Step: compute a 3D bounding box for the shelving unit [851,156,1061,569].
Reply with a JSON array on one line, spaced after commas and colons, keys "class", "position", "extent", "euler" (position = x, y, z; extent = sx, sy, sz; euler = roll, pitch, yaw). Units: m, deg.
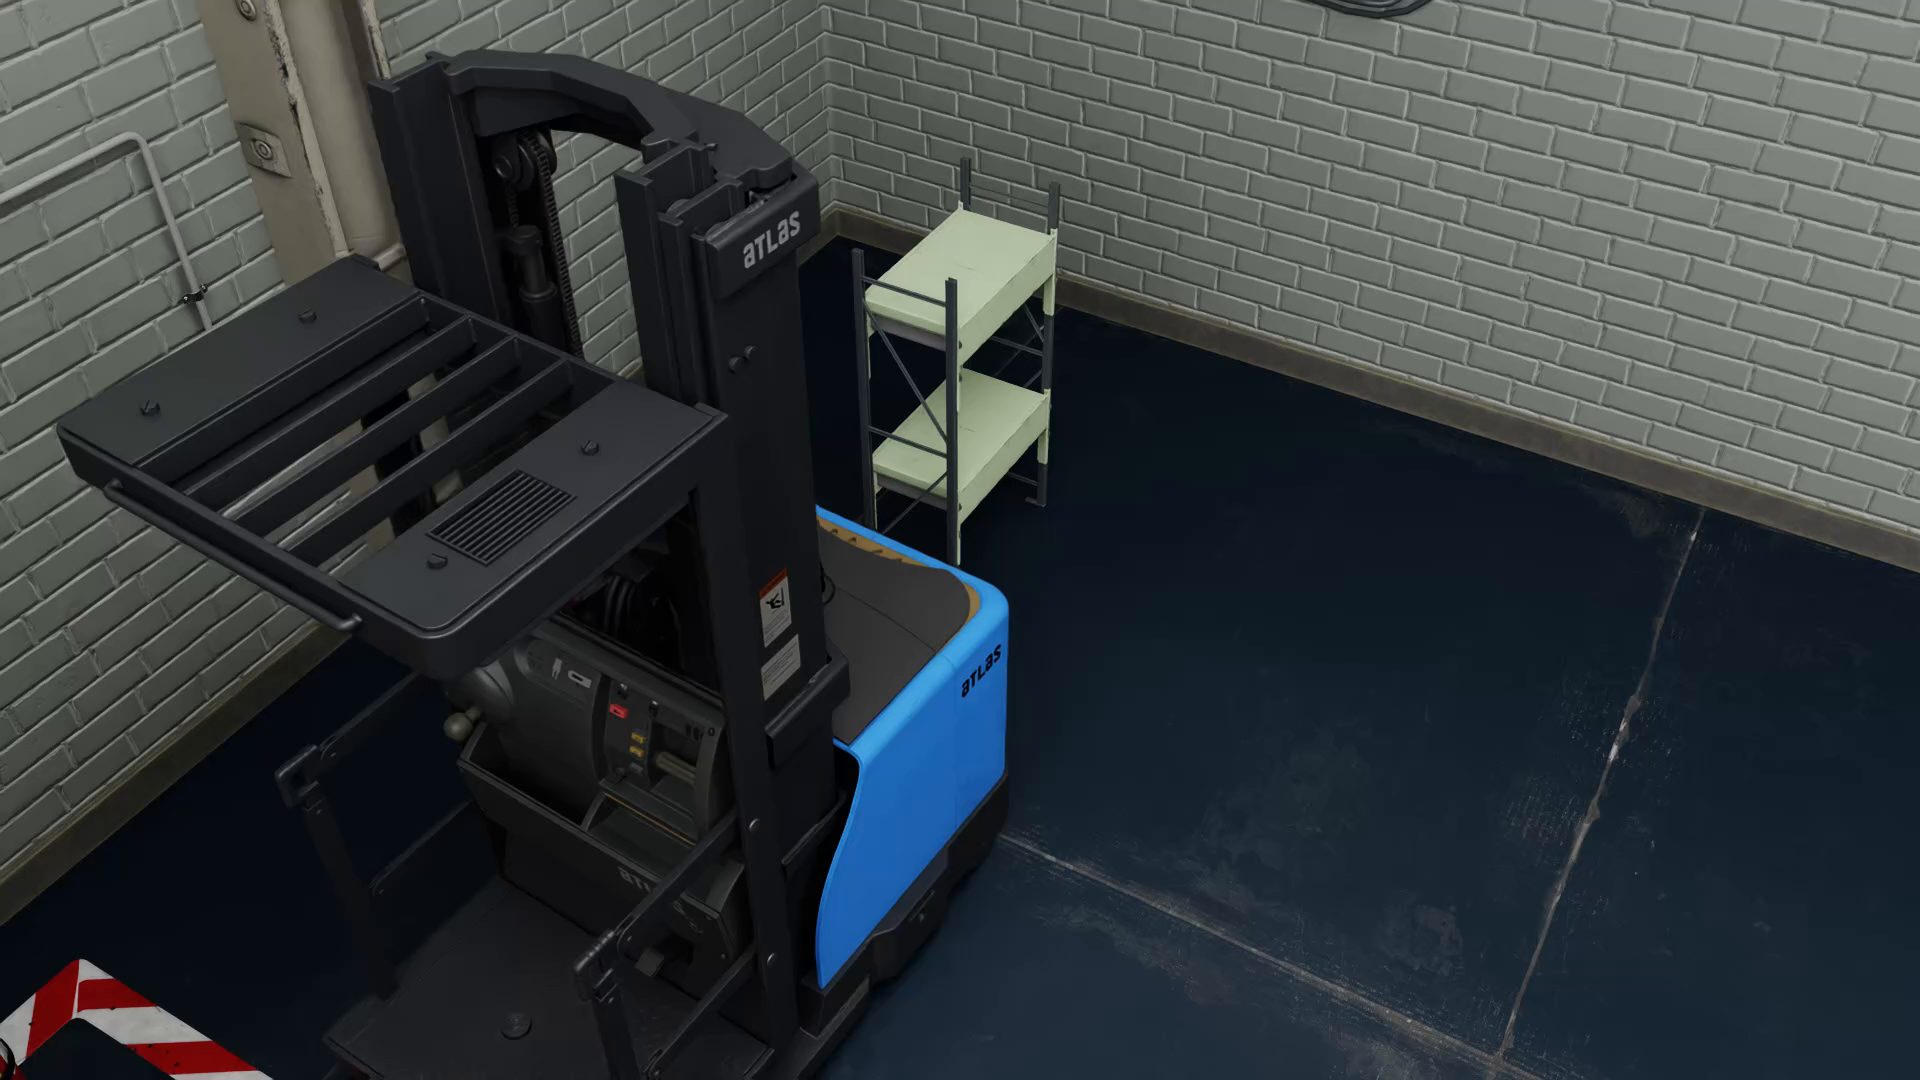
[{"class": "shelving unit", "position": [-0.003, -0.559, 6.250], "extent": [0.431, 1.500, 0.755], "euler": [21, 45, 22]}]

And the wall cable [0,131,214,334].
[{"class": "wall cable", "position": [-2.795, -0.546, 4.332], "extent": [0.084, 1.984, 1.851], "euler": [21, 45, 22]}]

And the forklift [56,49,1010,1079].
[{"class": "forklift", "position": [-1.074, 0.494, 3.972], "extent": [1.130, 2.935, 3.031], "euler": [24, 47, 25]}]

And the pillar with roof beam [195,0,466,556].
[{"class": "pillar with roof beam", "position": [1.713, -1.778, 1.960], "extent": [9.100, 9.000, 0.400], "euler": [21, 45, 22]}]

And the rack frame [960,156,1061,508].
[{"class": "rack frame", "position": [0.180, -0.768, 6.488], "extent": [0.400, 1.500, 0.023], "euler": [21, 45, 22]}]

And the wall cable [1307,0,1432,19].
[{"class": "wall cable", "position": [0.523, -3.324, 6.065], "extent": [3.097, 2.526, 0.112], "euler": [21, 45, 22]}]

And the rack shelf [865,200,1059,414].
[{"class": "rack shelf", "position": [-0.003, -0.852, 5.992], "extent": [0.431, 0.370, 0.720], "euler": [21, 45, 22]}]

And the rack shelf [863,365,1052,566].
[{"class": "rack shelf", "position": [-0.003, -0.314, 6.465], "extent": [0.431, 0.370, 0.720], "euler": [21, 45, 22]}]

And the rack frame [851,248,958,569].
[{"class": "rack frame", "position": [-0.186, -0.350, 6.012], "extent": [0.400, 1.500, 0.023], "euler": [21, 45, 22]}]
